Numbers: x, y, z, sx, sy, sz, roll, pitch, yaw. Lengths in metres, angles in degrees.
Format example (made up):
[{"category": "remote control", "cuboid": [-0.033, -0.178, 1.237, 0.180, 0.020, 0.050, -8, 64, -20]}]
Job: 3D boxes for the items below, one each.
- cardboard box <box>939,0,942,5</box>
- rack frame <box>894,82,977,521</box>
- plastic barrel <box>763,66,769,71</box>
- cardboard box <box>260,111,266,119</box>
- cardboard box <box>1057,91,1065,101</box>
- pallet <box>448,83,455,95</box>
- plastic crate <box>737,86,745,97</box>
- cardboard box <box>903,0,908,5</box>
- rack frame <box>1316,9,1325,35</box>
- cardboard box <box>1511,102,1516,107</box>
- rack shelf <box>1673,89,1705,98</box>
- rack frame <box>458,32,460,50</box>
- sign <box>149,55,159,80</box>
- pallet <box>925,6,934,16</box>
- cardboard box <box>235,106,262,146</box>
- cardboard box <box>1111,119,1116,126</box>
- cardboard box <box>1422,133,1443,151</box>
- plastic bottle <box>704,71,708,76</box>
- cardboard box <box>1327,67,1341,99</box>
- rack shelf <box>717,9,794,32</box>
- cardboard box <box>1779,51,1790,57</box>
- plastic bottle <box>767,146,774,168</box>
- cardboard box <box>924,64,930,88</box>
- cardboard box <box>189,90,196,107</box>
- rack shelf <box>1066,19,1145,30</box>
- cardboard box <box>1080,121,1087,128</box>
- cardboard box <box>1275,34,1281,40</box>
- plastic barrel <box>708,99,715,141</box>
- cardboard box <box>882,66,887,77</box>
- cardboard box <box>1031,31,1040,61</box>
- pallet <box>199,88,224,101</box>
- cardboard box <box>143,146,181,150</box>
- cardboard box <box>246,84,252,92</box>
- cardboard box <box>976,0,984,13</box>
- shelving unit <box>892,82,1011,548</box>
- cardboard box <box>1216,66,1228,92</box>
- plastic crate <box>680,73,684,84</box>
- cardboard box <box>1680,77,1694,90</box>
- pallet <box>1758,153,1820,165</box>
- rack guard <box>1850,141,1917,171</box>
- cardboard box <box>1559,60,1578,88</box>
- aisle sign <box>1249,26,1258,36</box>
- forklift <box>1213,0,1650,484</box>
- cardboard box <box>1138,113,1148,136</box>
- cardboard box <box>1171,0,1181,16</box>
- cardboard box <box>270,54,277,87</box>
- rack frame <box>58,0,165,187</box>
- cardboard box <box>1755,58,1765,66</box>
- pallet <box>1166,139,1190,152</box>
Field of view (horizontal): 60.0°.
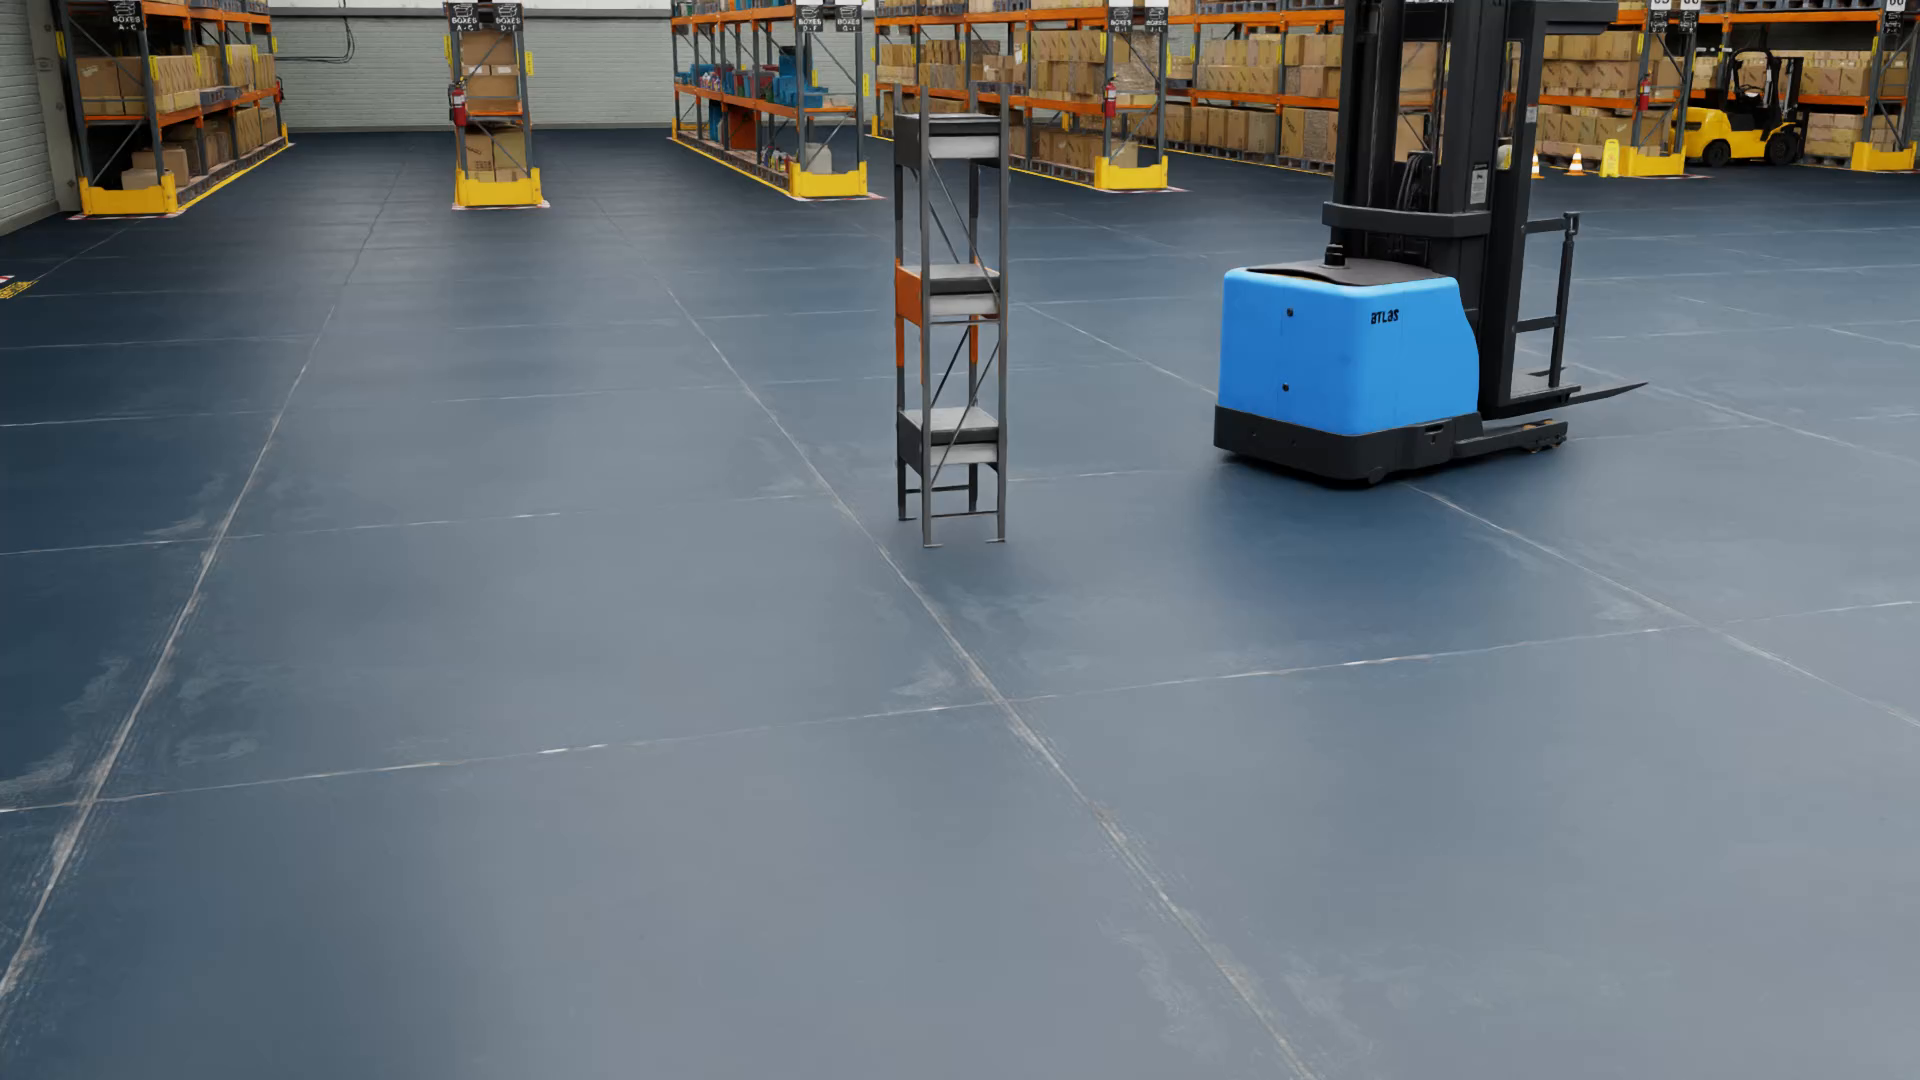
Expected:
[{"category": "cardboard box", "cuboid": [-0.240, -11.557, 35.704, 0.380, 0.149, 0.250, -5, 18, -18]}, {"category": "rack frame", "cuboid": [-0.113, -1.119, 8.027, 0.400, 2.100, 0.015, -5, 17, -15]}, {"category": "plastic barrel", "cuboid": [-3.441, -8.528, 30.894, 0.433, 0.535, 0.433, 0, 17, 0]}, {"category": "cardboard box", "cuboid": [-14.819, -8.927, 34.945, 0.380, 0.149, 0.250, -4, 17, -13]}, {"category": "cardboard box", "cuboid": [1.888, -7.633, 28.585, 0.380, 0.149, 0.250, -5, 17, -15]}, {"category": "pallet", "cuboid": [-9.186, -8.665, 31.917, 1.213, 0.211, 1.003, -5, 17, -15]}, {"category": "plastic crate", "cuboid": [-3.819, -8.217, 30.460, 0.450, 0.188, 0.662, -5, 17, -15]}, {"category": "cardboard box", "cuboid": [-0.921, -12.558, 38.251, 0.700, 0.500, 0.500, -4, 17, -12]}, {"category": "rack frame", "cuboid": [9.023, -11.247, 40.179, 1.000, 3.000, 0.127, -5, 17, -15]}, {"category": "cardboard box", "cuboid": [13.788, -10.764, 41.060, 0.380, 0.149, 0.250, -5, 17, -17]}, {"category": "rack shelf", "cuboid": [15.444, -9.636, 36.067, 1.077, 0.370, 4.000, -5, 17, -15]}, {"category": "rack frame", "cuboid": [-10.031, -9.681, 34.967, 1.000, 3.000, 0.127, -5, 17, -15]}, {"category": "sign", "cuboid": [-10.973, -6.427, 22.628, 0.100, 0.325, 0.005, -5, 17, -15]}, {"category": "pallet", "cuboid": [-0.206, -11.558, 36.336, 0.805, 0.209, 1.217, -5, 18, -17]}, {"category": "cardboard box", "cuboid": [-14.489, -8.290, 33.344, 0.750, 0.750, 0.750, -4, 17, -15]}, {"category": "cardboard box", "cuboid": [3.813, -9.941, 39.542, 0.380, 0.149, 0.250, -6, 18, -18]}, {"category": "cardboard box", "cuboid": [9.139, -7.341, 31.279, 0.797, 0.637, 0.503, -5, 17, -15]}, {"category": "plastic bottle", "cuboid": [-5.471, -9.914, 35.828, 0.144, 0.351, 0.185, -5, 17, -15]}, {"category": "cardboard box", "cuboid": [7.053, -8.138, 29.568, 0.875, 0.550, 0.500, -5, 17, -15]}, {"category": "rack shelf", "cuboid": [-3.618, -9.504, 30.414, 1.077, 0.370, 4.000, -5, 17, -15]}, {"category": "cardboard box", "cuboid": [16.226, -9.467, 32.435, 0.380, 0.149, 0.250, -5, 17, -15]}, {"category": "plastic bottle", "cuboid": [-3.194, -6.493, 28.192, 0.144, 0.351, 0.185, -5, 18, -18]}, {"category": "cardboard box", "cuboid": [-0.480, -10.225, 36.604, 0.500, 0.500, 0.500, -5, 17, -15]}, {"category": "cardboard box", "cuboid": [-12.044, -6.768, 25.494, 0.500, 0.250, 0.500, -5, 17, -15]}, {"category": "rack shelf", "cuboid": [3.742, -12.473, 40.297, 1.077, 0.370, 4.000, -5, 17, -15]}, {"category": "cardboard box", "cuboid": [3.219, -10.386, 41.539, 0.380, 0.149, 0.250, -4, 17, -15]}, {"category": "cardboard box", "cuboid": [8.141, -12.638, 41.772, 0.380, 0.149, 0.250, -5, 17, -17]}, {"category": "plastic barrel", "cuboid": [-5.134, -9.116, 36.003, 0.600, 0.901, 0.708, -5, 17, -15]}, {"category": "cardboard box", "cuboid": [-1.583, -11.343, 40.243, 0.500, 0.250, 0.500, -5, 17, -16]}, {"category": "cardboard box", "cuboid": [1.573, -8.775, 29.522, 0.500, 0.500, 0.500, -5, 17, -15]}, {"category": "pallet", "cuboid": [-13.110, -7.546, 28.192, 1.003, 0.211, 1.213, -5, 17, -15]}, {"category": "cardboard box", "cuboid": [-12.271, -5.805, 25.644, 0.500, 0.500, 0.500, -6, 18, -19]}, {"category": "cardboard box", "cuboid": [-14.179, -8.895, 32.752, 0.380, 0.149, 0.250, -5, 17, -15]}, {"category": "cardboard box", "cuboid": [0.619, -10.429, 32.505, 0.500, 0.250, 0.500, -4, 17, -14]}, {"category": "shelving unit", "cuboid": [-0.045, -1.051, 7.802, 0.431, 2.100, 0.503, -5, 17, -15]}, {"category": "cardboard box", "cuboid": [5.535, -9.343, 33.669, 0.500, 0.500, 0.500, -5, 17, -15]}, {"category": "plastic crate", "cuboid": [-6.253, -10.668, 38.440, 0.416, 0.233, 0.300, -5, 17, -15]}, {"category": "cardboard box", "cuboid": [15.460, -9.613, 35.001, 0.500, 0.250, 0.500, -5, 17, -16]}, {"category": "pallet", "cuboid": [16.511, -7.530, 32.655, 1.003, 0.211, 1.213, -5, 17, -15]}, {"category": "rack guard", "cuboid": [17.099, -7.117, 30.776, 1.175, 0.500, 0.348, -5, 17, -15]}, {"category": "cardboard box", "cuboid": [11.519, -8.665, 30.895, 0.500, 0.500, 0.500, -4, 17, -15]}, {"category": "aisle sign", "cuboid": [7.625, -13.595, 43.479, 0.394, 0.787, 0.004, -5, 17, -15]}, {"category": "forklift", "cuboid": [2.942, -2.016, 9.568, 3.031, 2.935, 1.130, -12, 20, -34]}, {"category": "cardboard box", "cuboid": [4.387, -9.460, 37.845, 0.500, 0.500, 0.500, -4, 17, -13]}, {"category": "cardboard box", "cuboid": [4.840, -11.481, 35.570, 0.500, 0.500, 0.500, -5, 17, -15]}, {"category": "cardboard box", "cuboid": [-15.742, -10.398, 36.833, 0.980, 0.700, 0.700, -4, 17, -13]}, {"category": "rack frame", "cuboid": [-11.495, -5.969, 22.610, 1.000, 3.000, 0.127, -5, 17, -15]}, {"category": "cardboard box", "cuboid": [15.996, -9.461, 32.934, 0.380, 0.149, 0.250, -4, 17, -14]}, {"category": "pallet", "cuboid": [5.178, -8.602, 36.221, 1.003, 0.211, 1.213, -5, 17, -15]}]
